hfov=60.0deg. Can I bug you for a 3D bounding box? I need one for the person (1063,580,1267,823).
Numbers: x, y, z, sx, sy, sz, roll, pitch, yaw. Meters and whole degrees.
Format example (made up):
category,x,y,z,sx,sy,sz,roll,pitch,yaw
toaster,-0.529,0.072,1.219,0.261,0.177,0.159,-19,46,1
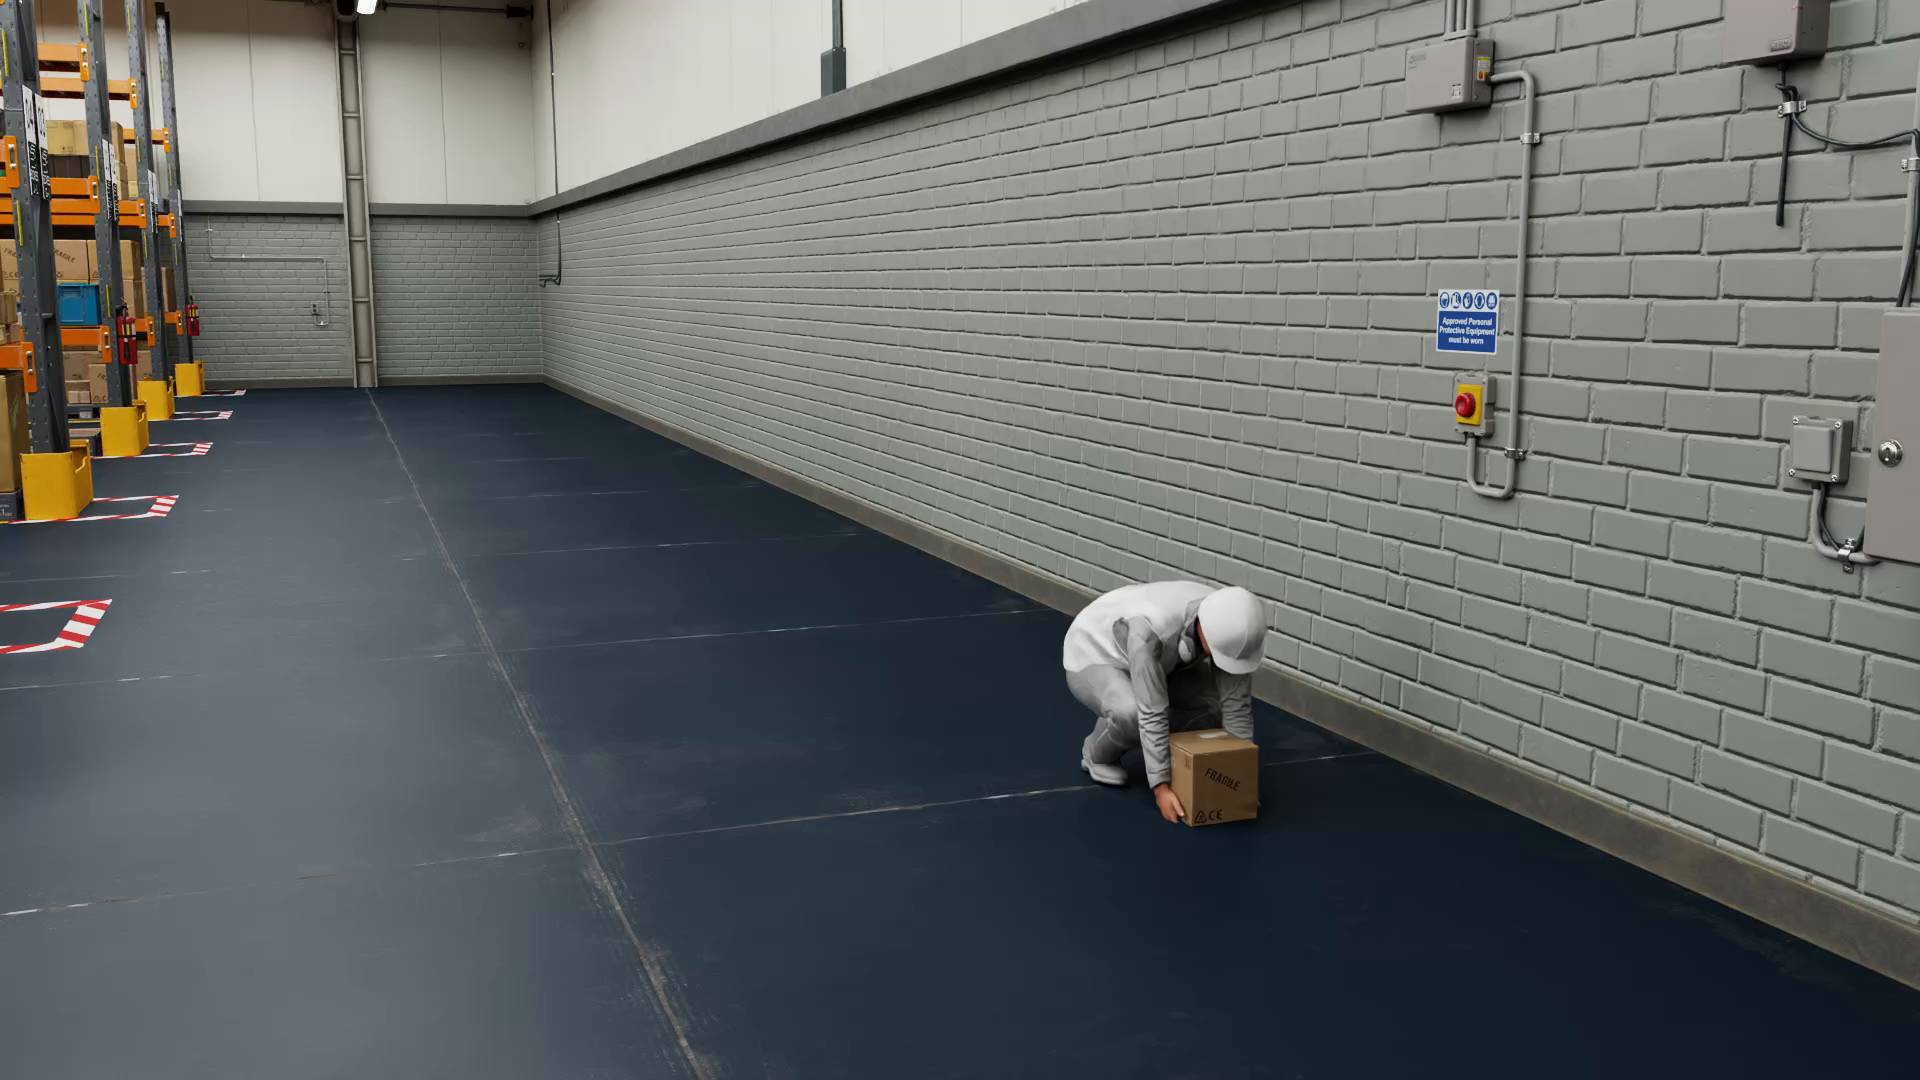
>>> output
category,x,y,z,sx,sy,sz,roll,pitch,yaw
person,0.729,0.535,5.839,0.524,0.868,0.958,-3,9,-21
